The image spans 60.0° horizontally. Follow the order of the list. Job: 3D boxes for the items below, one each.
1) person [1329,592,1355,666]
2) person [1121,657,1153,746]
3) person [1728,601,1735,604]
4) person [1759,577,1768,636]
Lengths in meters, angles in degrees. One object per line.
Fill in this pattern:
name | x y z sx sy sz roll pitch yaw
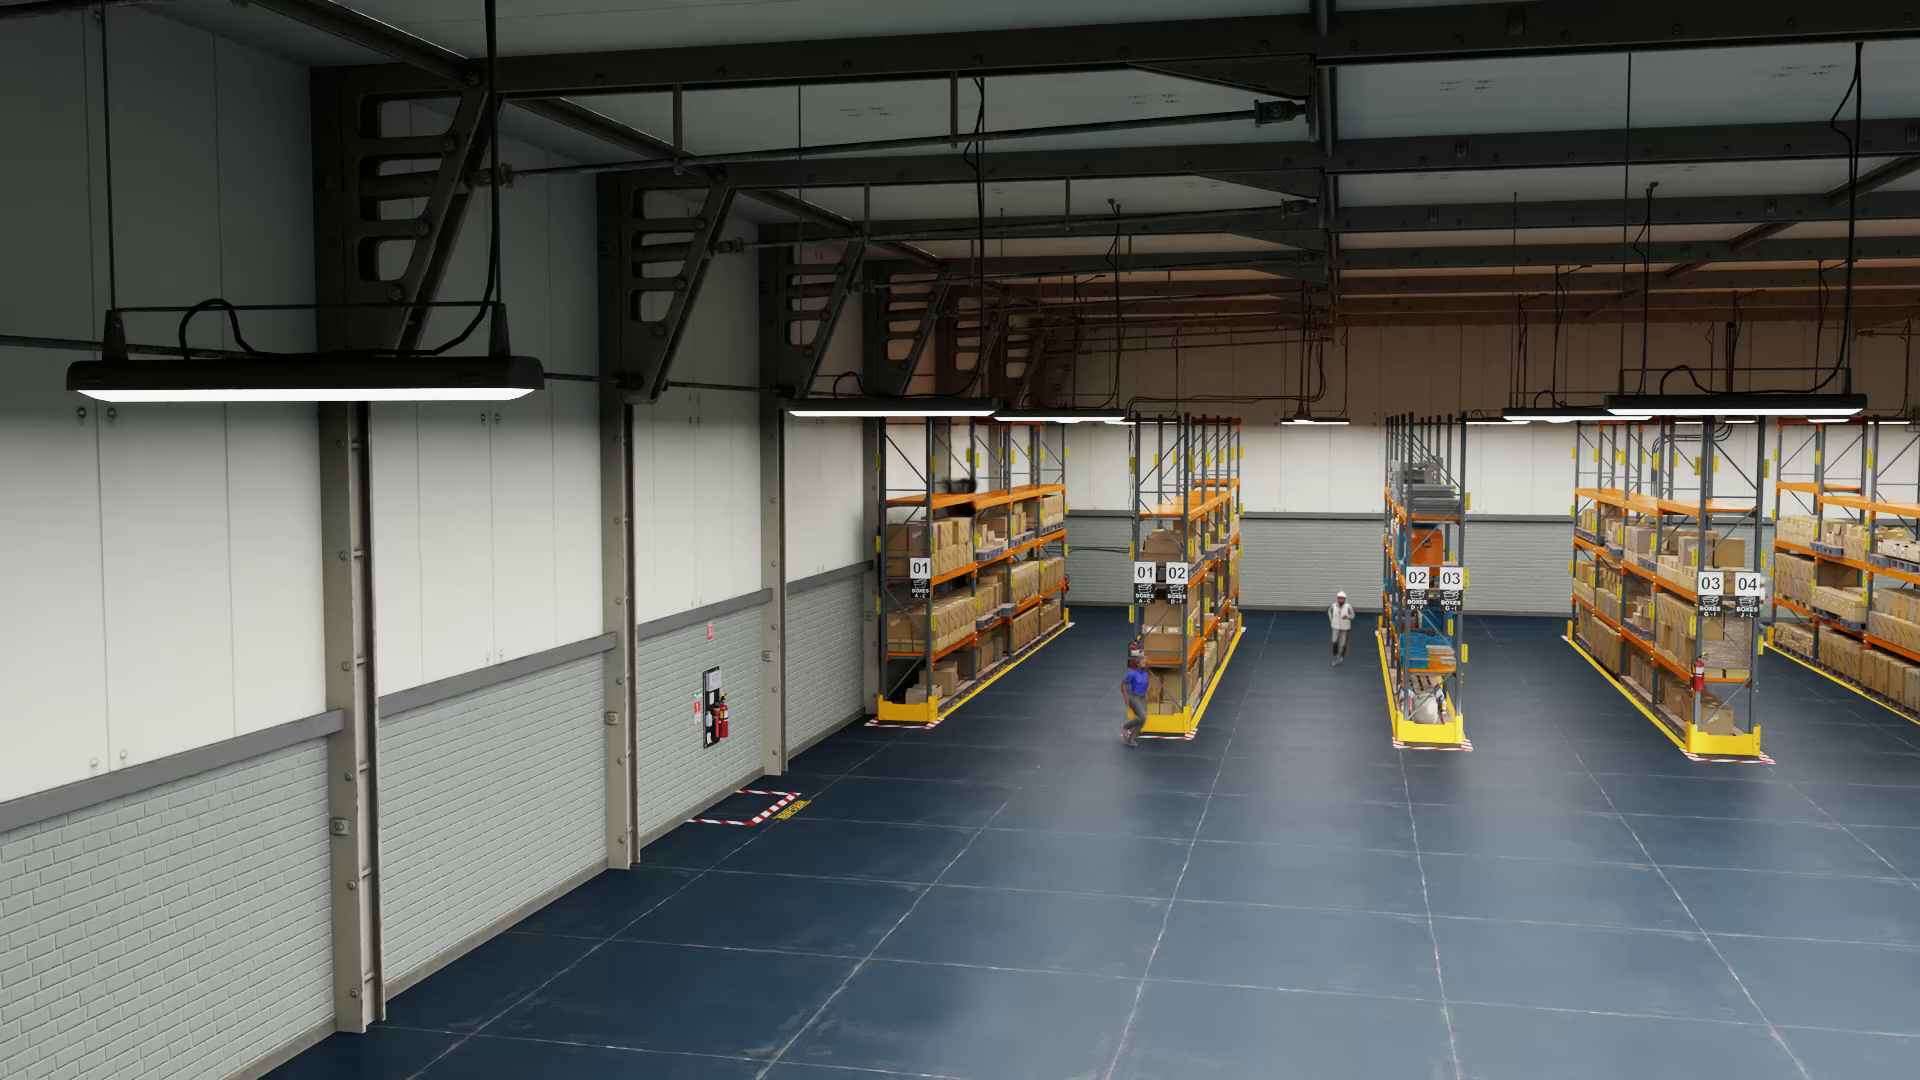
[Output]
person | 9.184 2.144 40.047 0.640 1.800 0.788 1 4 16
person | 3.247 2.906 30.016 0.618 1.580 0.510 -4 5 -42
person | 20.618 1.864 44.357 0.659 1.757 0.696 -2 4 -26
person | 21.480 1.837 44.977 0.788 1.697 0.788 2 4 25
